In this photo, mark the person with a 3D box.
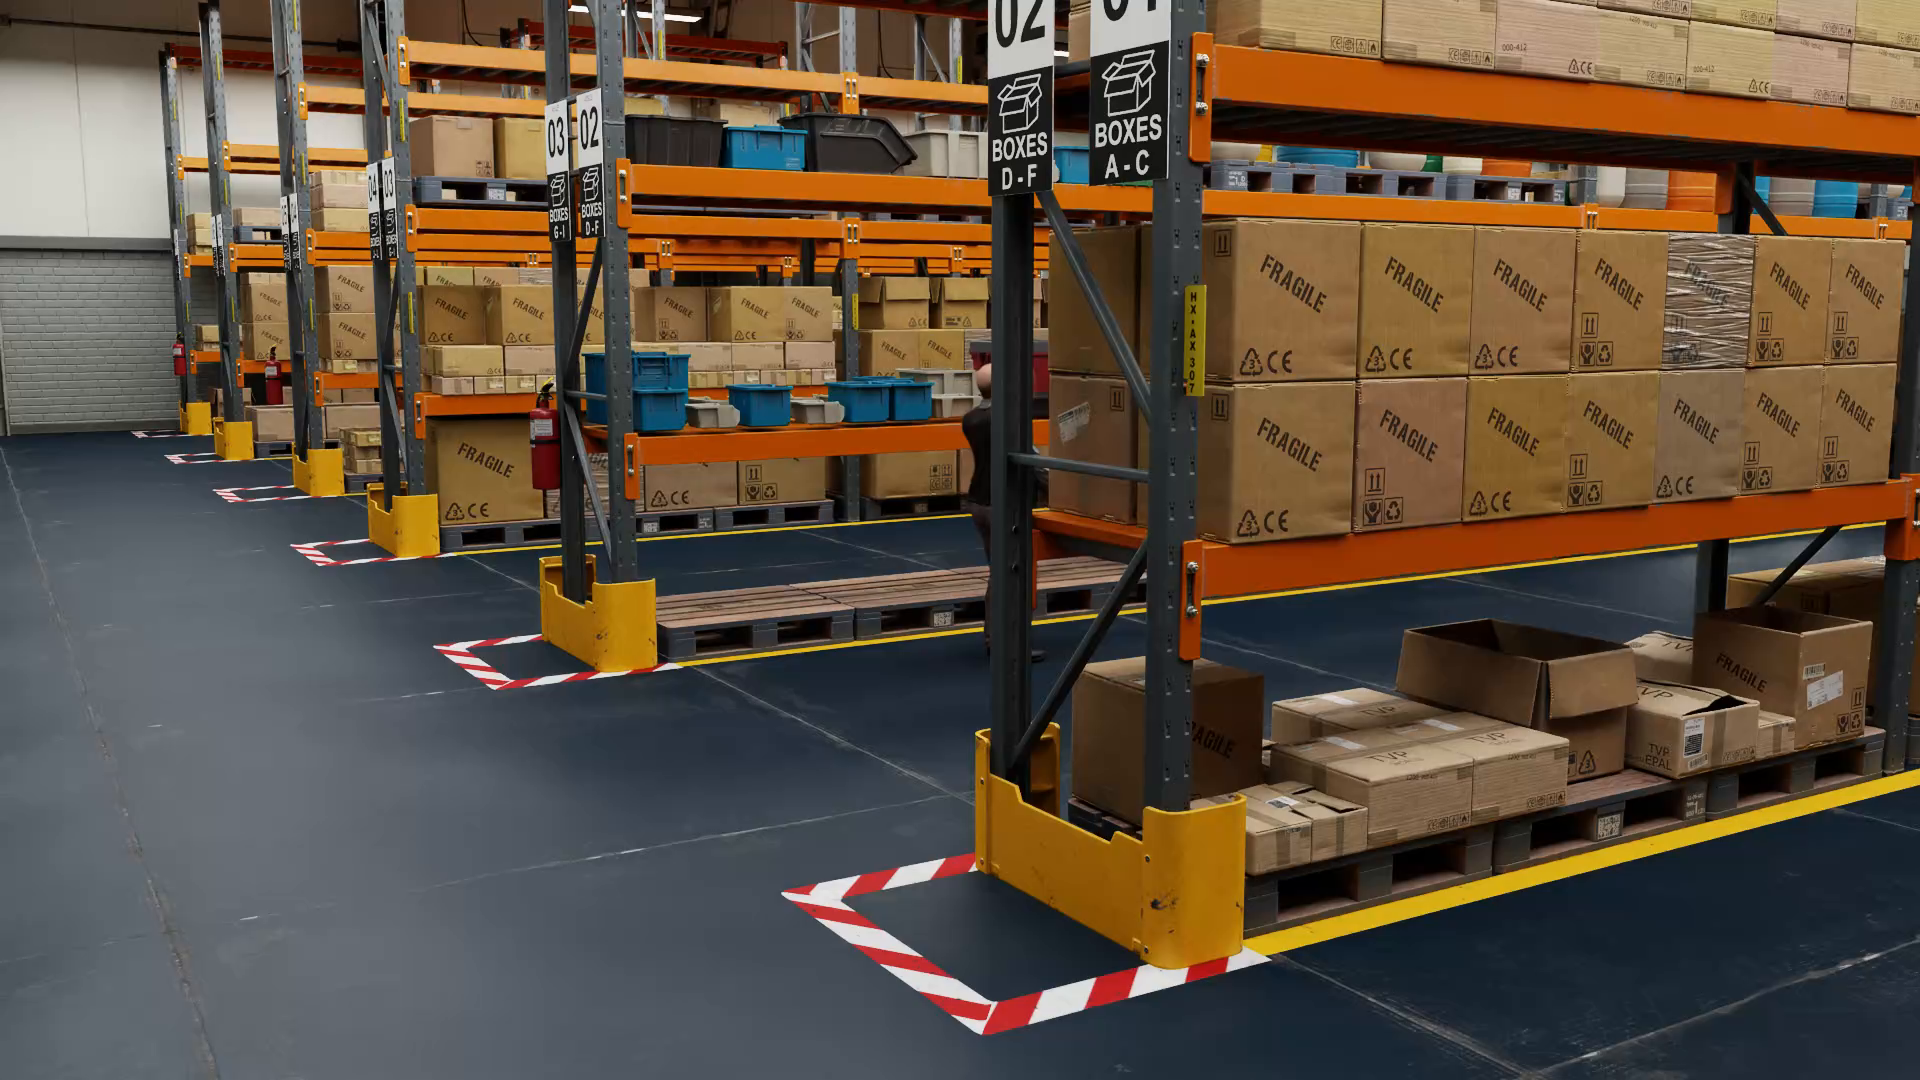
[{"bbox_3d":[0.320,-0.166,9.612,0.551,1.711,0.494,-5,9,-31],"label":"person"}]
